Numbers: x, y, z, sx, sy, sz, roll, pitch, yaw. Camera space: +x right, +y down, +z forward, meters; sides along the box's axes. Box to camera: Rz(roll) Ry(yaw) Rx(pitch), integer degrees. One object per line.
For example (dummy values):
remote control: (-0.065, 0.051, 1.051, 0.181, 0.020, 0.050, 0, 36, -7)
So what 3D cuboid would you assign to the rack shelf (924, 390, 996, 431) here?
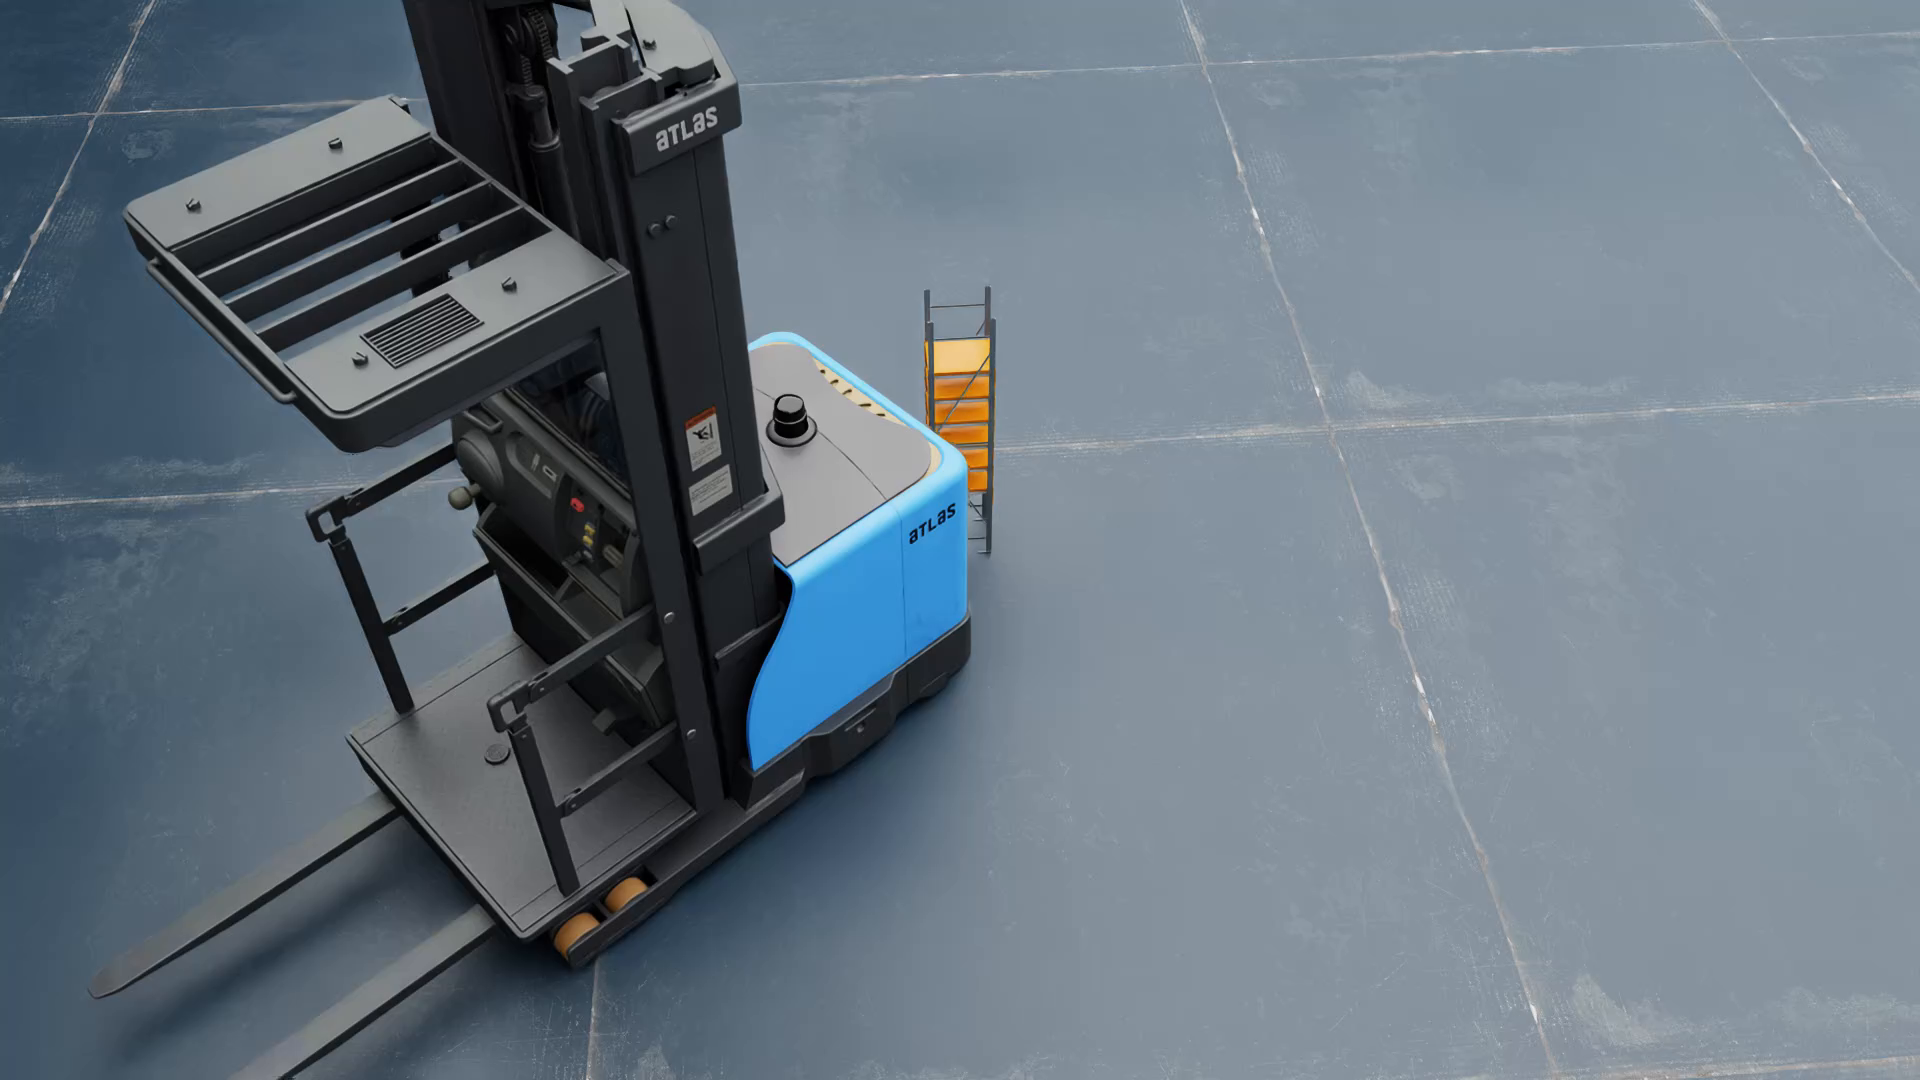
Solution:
rack shelf: (-0.001, -0.475, 6.269, 0.258, 0.103, 0.180, -3, 47, -3)

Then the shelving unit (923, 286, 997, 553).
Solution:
shelving unit: (-0.001, -0.423, 6.324, 0.258, 1.200, 0.189, -3, 47, -3)

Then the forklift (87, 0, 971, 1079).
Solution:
forklift: (-1.373, -0.058, 4.786, 3.031, 2.935, 1.130, -35, 56, -28)

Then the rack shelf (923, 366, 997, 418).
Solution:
rack shelf: (-0.001, -0.558, 6.182, 0.258, 0.103, 0.180, -3, 47, -3)

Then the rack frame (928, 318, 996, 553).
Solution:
rack frame: (0.006, -0.357, 6.262, 0.240, 1.200, 0.006, -3, 47, -3)

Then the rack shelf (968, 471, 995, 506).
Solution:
rack shelf: (-0.001, -0.227, 6.531, 0.258, 0.103, 0.180, -3, 47, -3)

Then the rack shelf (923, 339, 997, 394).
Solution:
rack shelf: (-0.001, -0.640, 6.095, 0.258, 0.103, 0.180, -3, 47, -3)

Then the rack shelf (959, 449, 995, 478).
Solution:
rack shelf: (-0.001, -0.310, 6.444, 0.258, 0.103, 0.180, -3, 47, -3)

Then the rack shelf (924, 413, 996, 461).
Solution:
rack shelf: (-0.001, -0.392, 6.357, 0.258, 0.103, 0.180, -3, 47, -3)

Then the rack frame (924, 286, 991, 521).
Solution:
rack frame: (-0.009, -0.489, 6.387, 0.240, 1.200, 0.006, -3, 47, -3)
